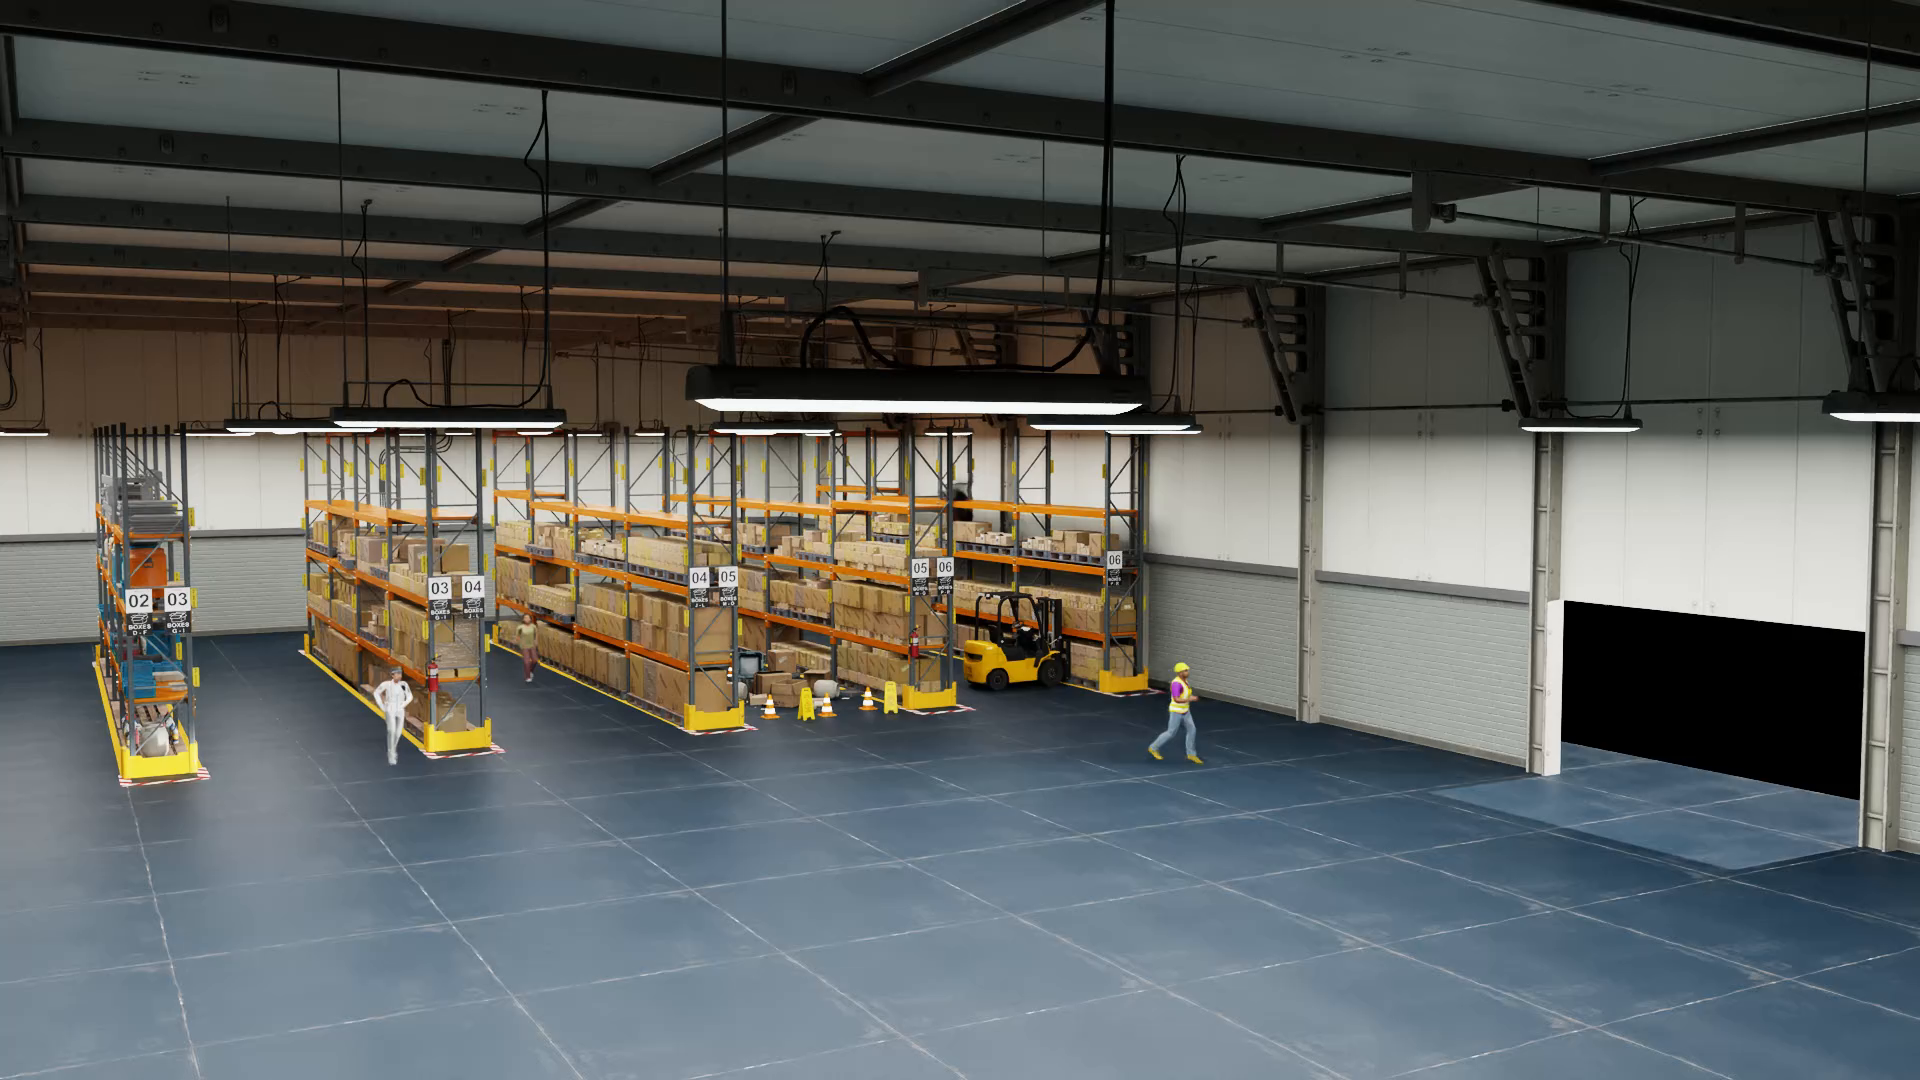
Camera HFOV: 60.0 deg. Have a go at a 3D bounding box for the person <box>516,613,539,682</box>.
[{"bbox_3d":[-10.125,2.528,39.054,0.554,1.626,0.578,-2,4,-27],"label":"person"}]

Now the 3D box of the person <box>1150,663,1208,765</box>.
[{"bbox_3d":[3.894,3.043,29.359,0.965,1.759,0.707,2,4,25],"label":"person"}]

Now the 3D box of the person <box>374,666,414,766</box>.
[{"bbox_3d":[-10.021,3.094,29.571,0.614,1.715,0.855,-3,4,-39],"label":"person"}]

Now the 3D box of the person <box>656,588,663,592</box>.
[{"bbox_3d":[-9.127,1.858,50.575,0.586,1.622,0.584,-1,3,-9],"label":"person"}]
